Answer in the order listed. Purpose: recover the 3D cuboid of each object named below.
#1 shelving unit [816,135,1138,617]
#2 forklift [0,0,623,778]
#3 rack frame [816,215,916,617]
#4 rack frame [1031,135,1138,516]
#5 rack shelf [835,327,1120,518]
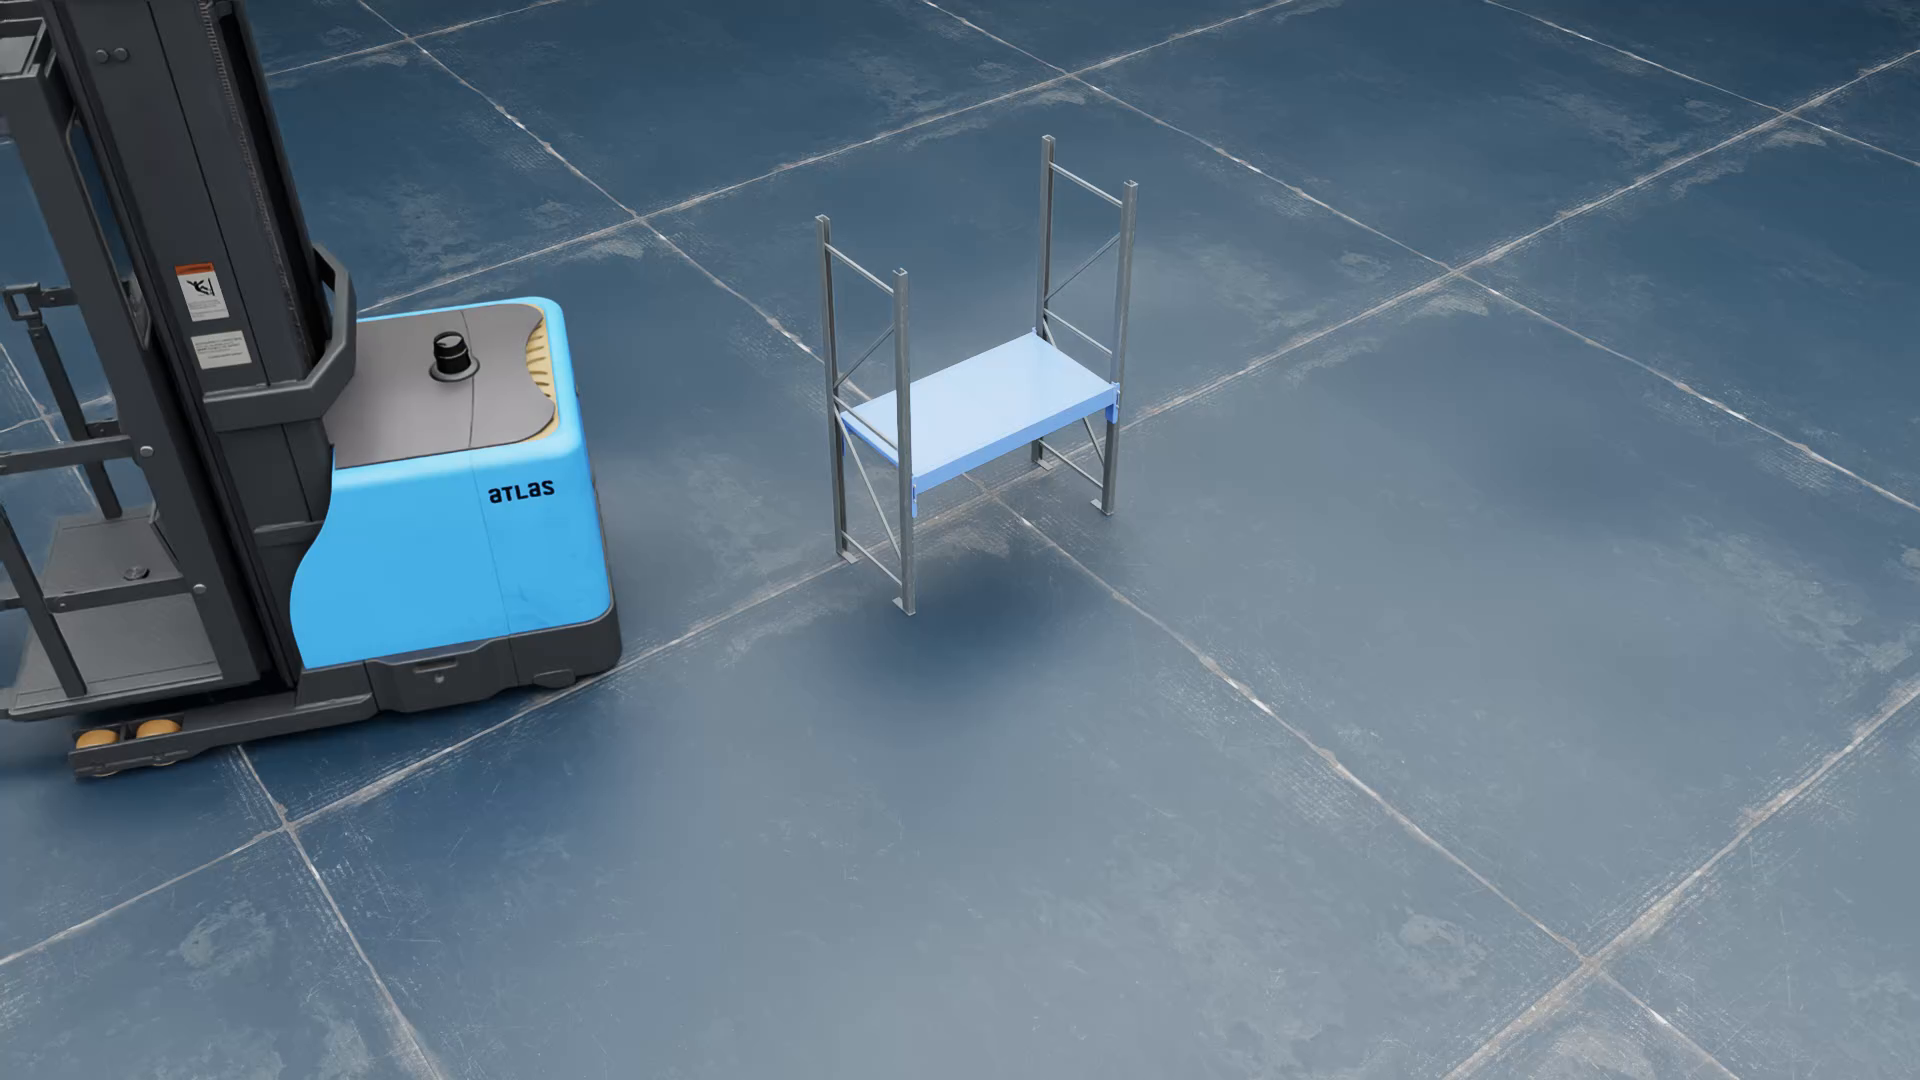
[{"bbox_3d":[0.068,-0.613,6.315,1.048,1.500,0.538,-26,46,-28],"label":"shelving unit"},{"bbox_3d":[-2.819,-0.688,5.277,3.031,2.935,1.130,-10,40,-11],"label":"forklift"},{"bbox_3d":[-0.335,-0.416,6.075,0.032,1.500,0.500,-26,46,-28],"label":"rack frame"},{"bbox_3d":[0.471,-0.809,6.554,0.032,1.500,0.500,-26,46,-28],"label":"rack frame"},{"bbox_3d":[0.068,-0.474,6.429,1.000,0.185,0.538,-26,46,-28],"label":"rack shelf"}]
